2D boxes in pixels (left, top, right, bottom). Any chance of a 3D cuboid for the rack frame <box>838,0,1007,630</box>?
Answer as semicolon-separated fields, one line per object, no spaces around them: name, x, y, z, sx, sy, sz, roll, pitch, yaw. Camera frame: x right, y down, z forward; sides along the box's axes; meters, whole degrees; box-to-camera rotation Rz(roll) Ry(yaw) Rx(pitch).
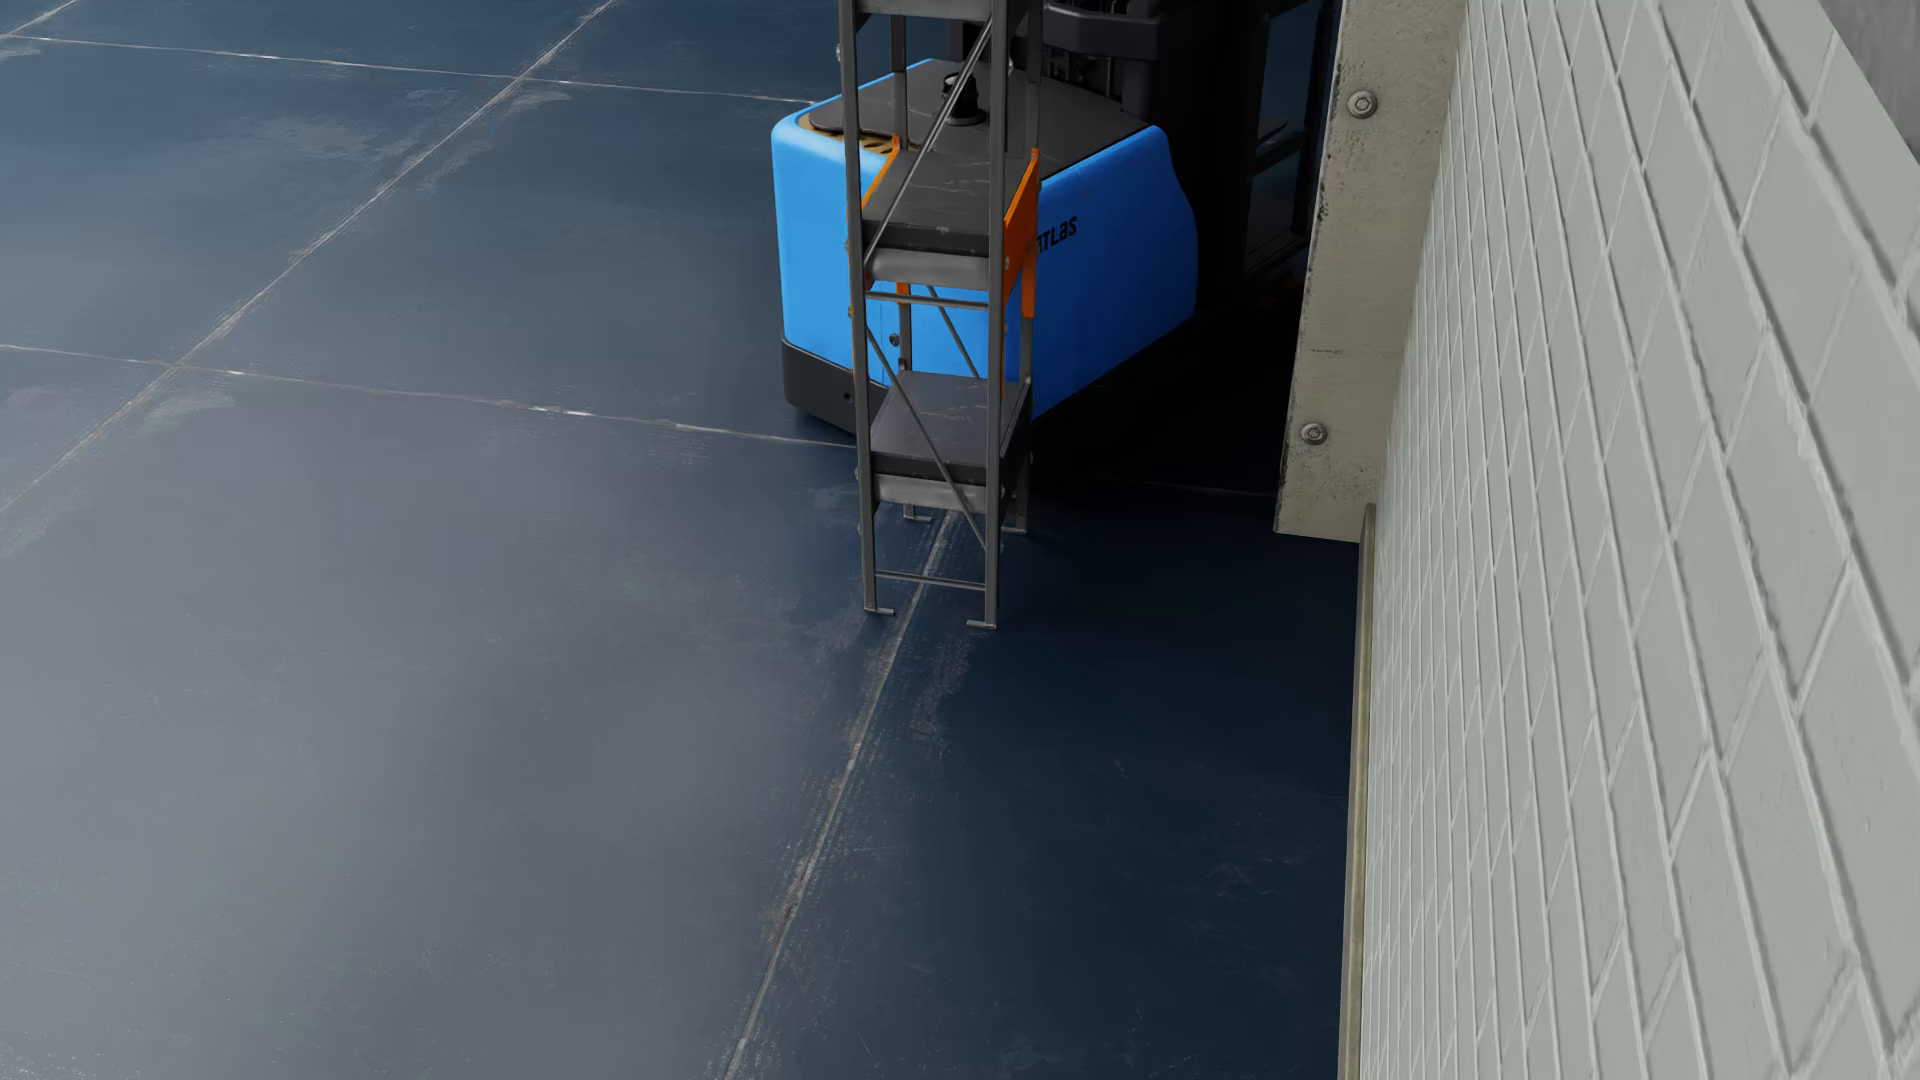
rack frame;-0.087;-0.615;4.310;0.400;2.100;0.015;7;37;10

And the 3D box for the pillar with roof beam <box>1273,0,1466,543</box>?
pillar with roof beam;-3.018;-4.303;3.520;9.100;9.000;0.400;7;37;10

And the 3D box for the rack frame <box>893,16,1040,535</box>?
rack frame;0.017;-0.895;4.696;0.400;2.100;0.015;7;37;10

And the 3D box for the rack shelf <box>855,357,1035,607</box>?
rack shelf;-0.035;-0.177;4.922;0.431;0.518;0.480;7;37;10

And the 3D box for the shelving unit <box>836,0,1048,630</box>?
shelving unit;-0.035;-0.755;4.503;0.431;2.100;0.503;7;37;10

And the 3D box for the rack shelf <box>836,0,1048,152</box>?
rack shelf;-0.035;-1.311;4.100;0.431;0.518;0.480;7;37;10

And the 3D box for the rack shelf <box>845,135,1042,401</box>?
rack shelf;-0.035;-0.744;4.511;0.431;0.518;0.480;7;37;10

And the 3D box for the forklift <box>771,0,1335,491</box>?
forklift;0.718;-2.115;5.671;1.130;2.935;3.031;26;43;31
